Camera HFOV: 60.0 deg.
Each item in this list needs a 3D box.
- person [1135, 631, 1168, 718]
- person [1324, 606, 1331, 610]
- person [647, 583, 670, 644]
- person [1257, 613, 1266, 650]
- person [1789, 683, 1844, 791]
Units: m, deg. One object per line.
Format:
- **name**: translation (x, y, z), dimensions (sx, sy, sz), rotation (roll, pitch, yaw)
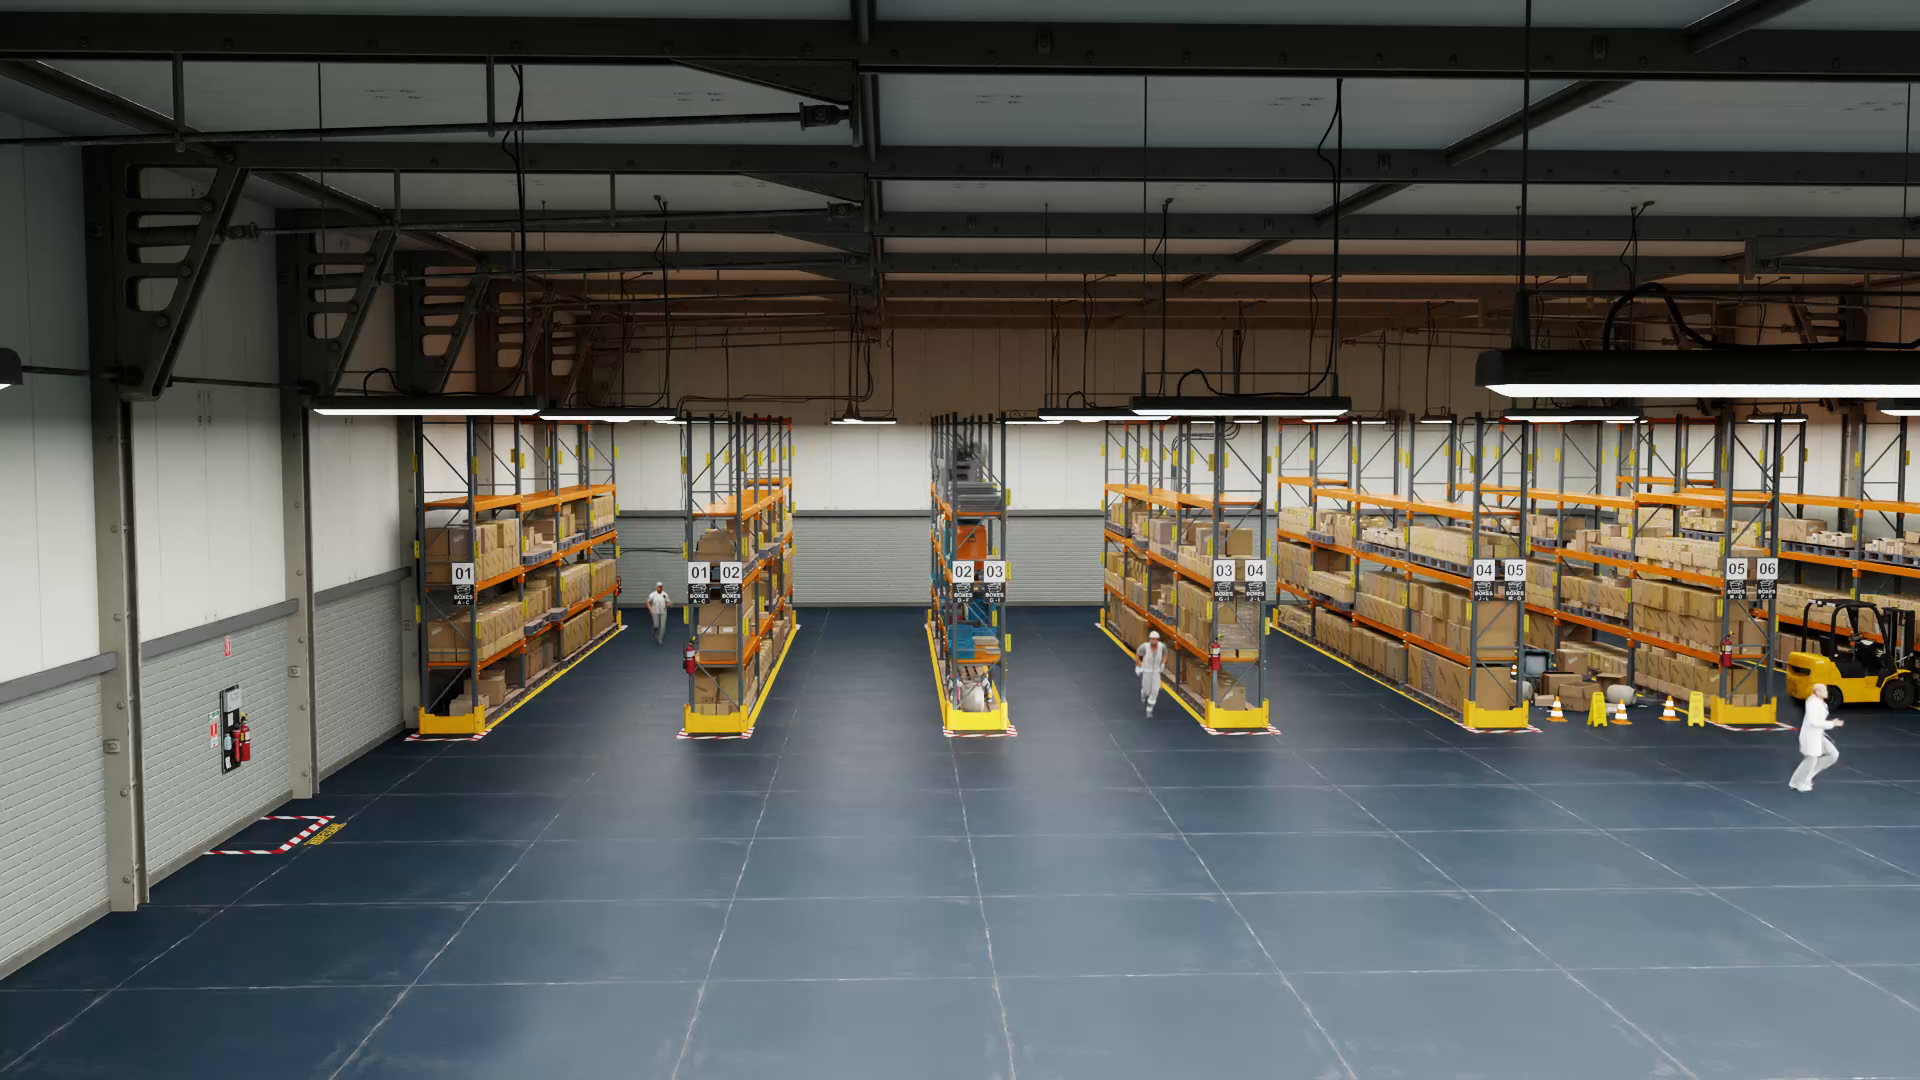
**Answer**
- **person**: translation (3.790, 2.635, 33.045), dimensions (0.653, 1.715, 0.878), rotation (-1, 4, -12)
- **person**: translation (10.685, 1.602, 48.667), dimensions (0.679, 1.607, 0.961), rotation (-2, 4, -27)
- **person**: translation (-7.914, 1.935, 43.772), dimensions (0.602, 1.625, 0.540), rotation (-1, 4, -18)
- **person**: translation (7.183, 2.132, 40.449), dimensions (0.593, 1.696, 0.856), rotation (-1, 4, -9)
- **person**: translation (13.363, 3.079, 25.934), dimensions (0.794, 1.725, 0.759), rotation (4, 5, 43)
